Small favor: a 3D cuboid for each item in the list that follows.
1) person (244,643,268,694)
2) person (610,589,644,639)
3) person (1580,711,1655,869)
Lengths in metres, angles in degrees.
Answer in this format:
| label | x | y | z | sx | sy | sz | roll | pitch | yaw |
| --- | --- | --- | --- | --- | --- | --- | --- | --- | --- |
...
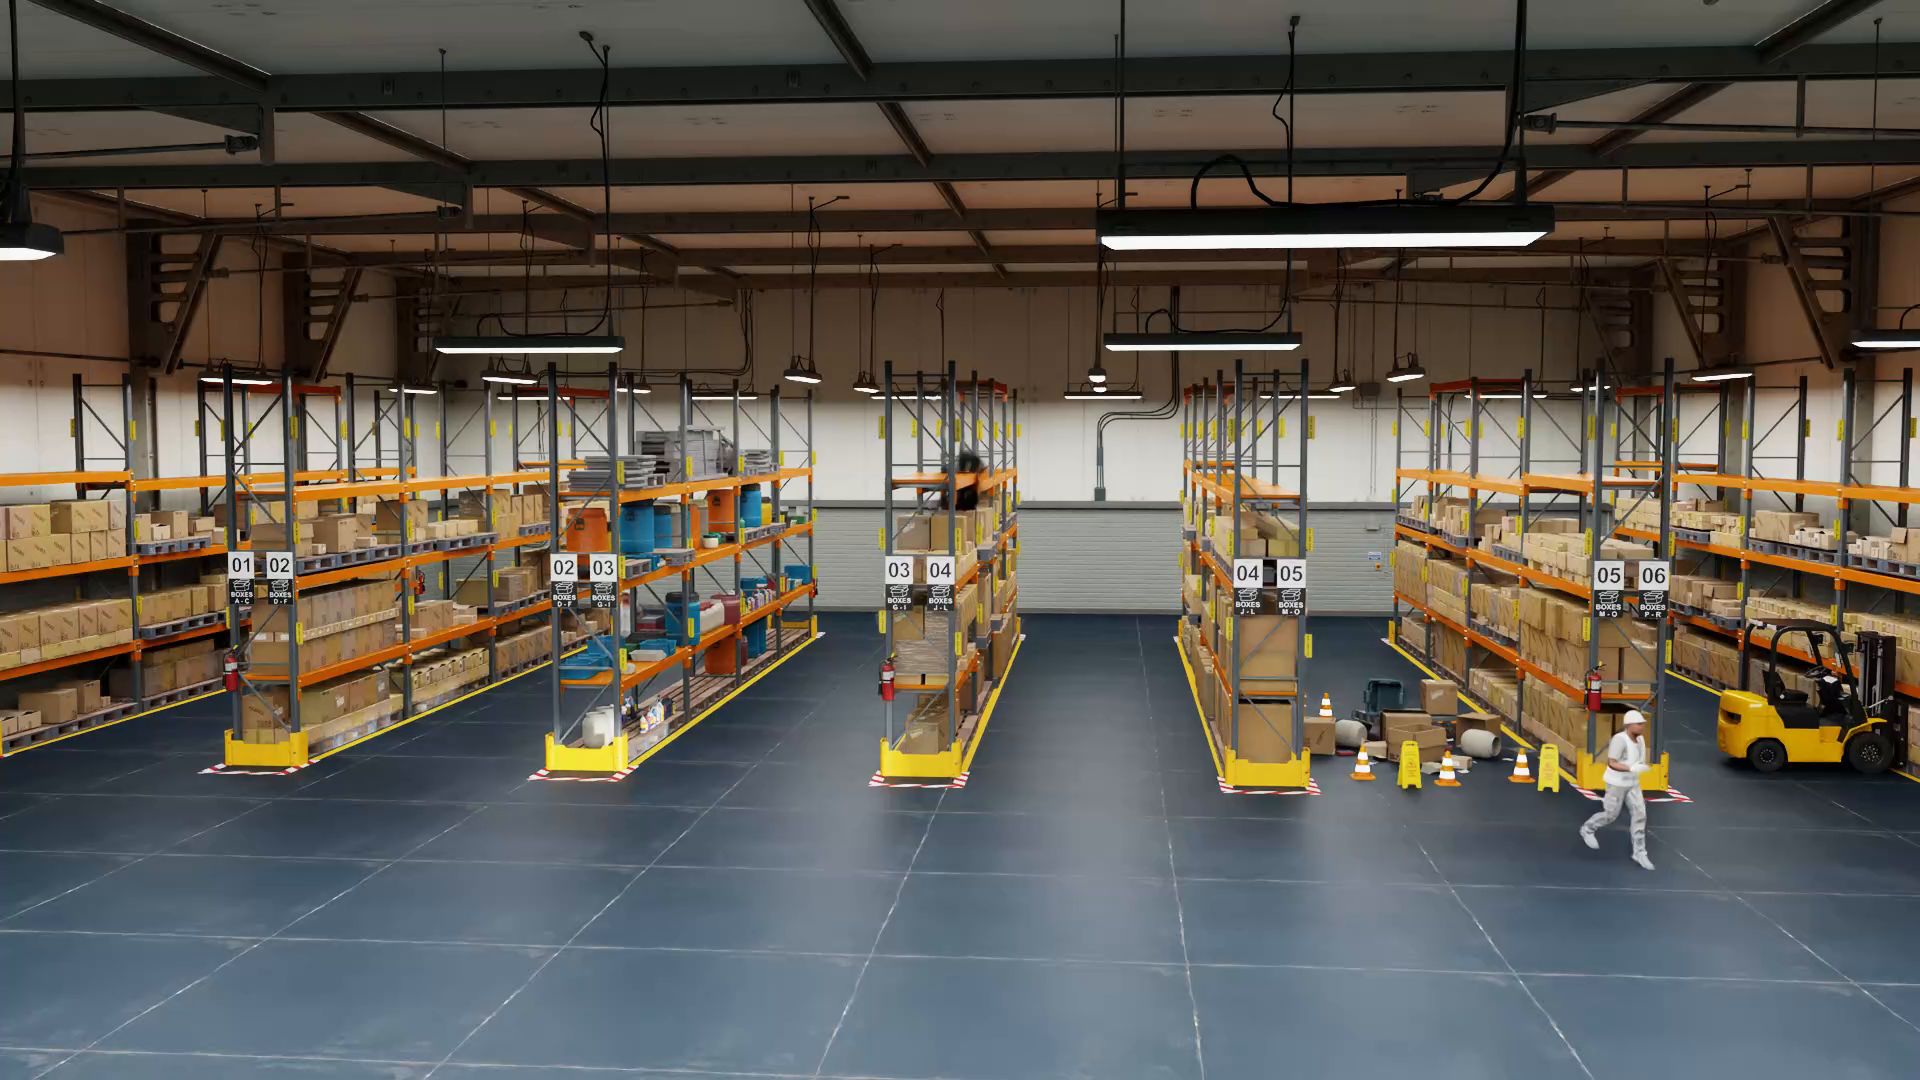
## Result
| label | x | y | z | sx | sy | sz | roll | pitch | yaw |
| --- | --- | --- | --- | --- | --- | --- | --- | --- | --- |
| person | -12.279 | 2.293 | 29.086 | 0.503 | 1.627 | 0.694 | -1 | 4 | -15 |
| person | -6.753 | 1.898 | 33.624 | 0.632 | 1.823 | 0.705 | 0 | 4 | -2 |
| person | 7.661 | 2.861 | 19.341 | 0.712 | 1.813 | 0.976 | -3 | 5 | -34 |
